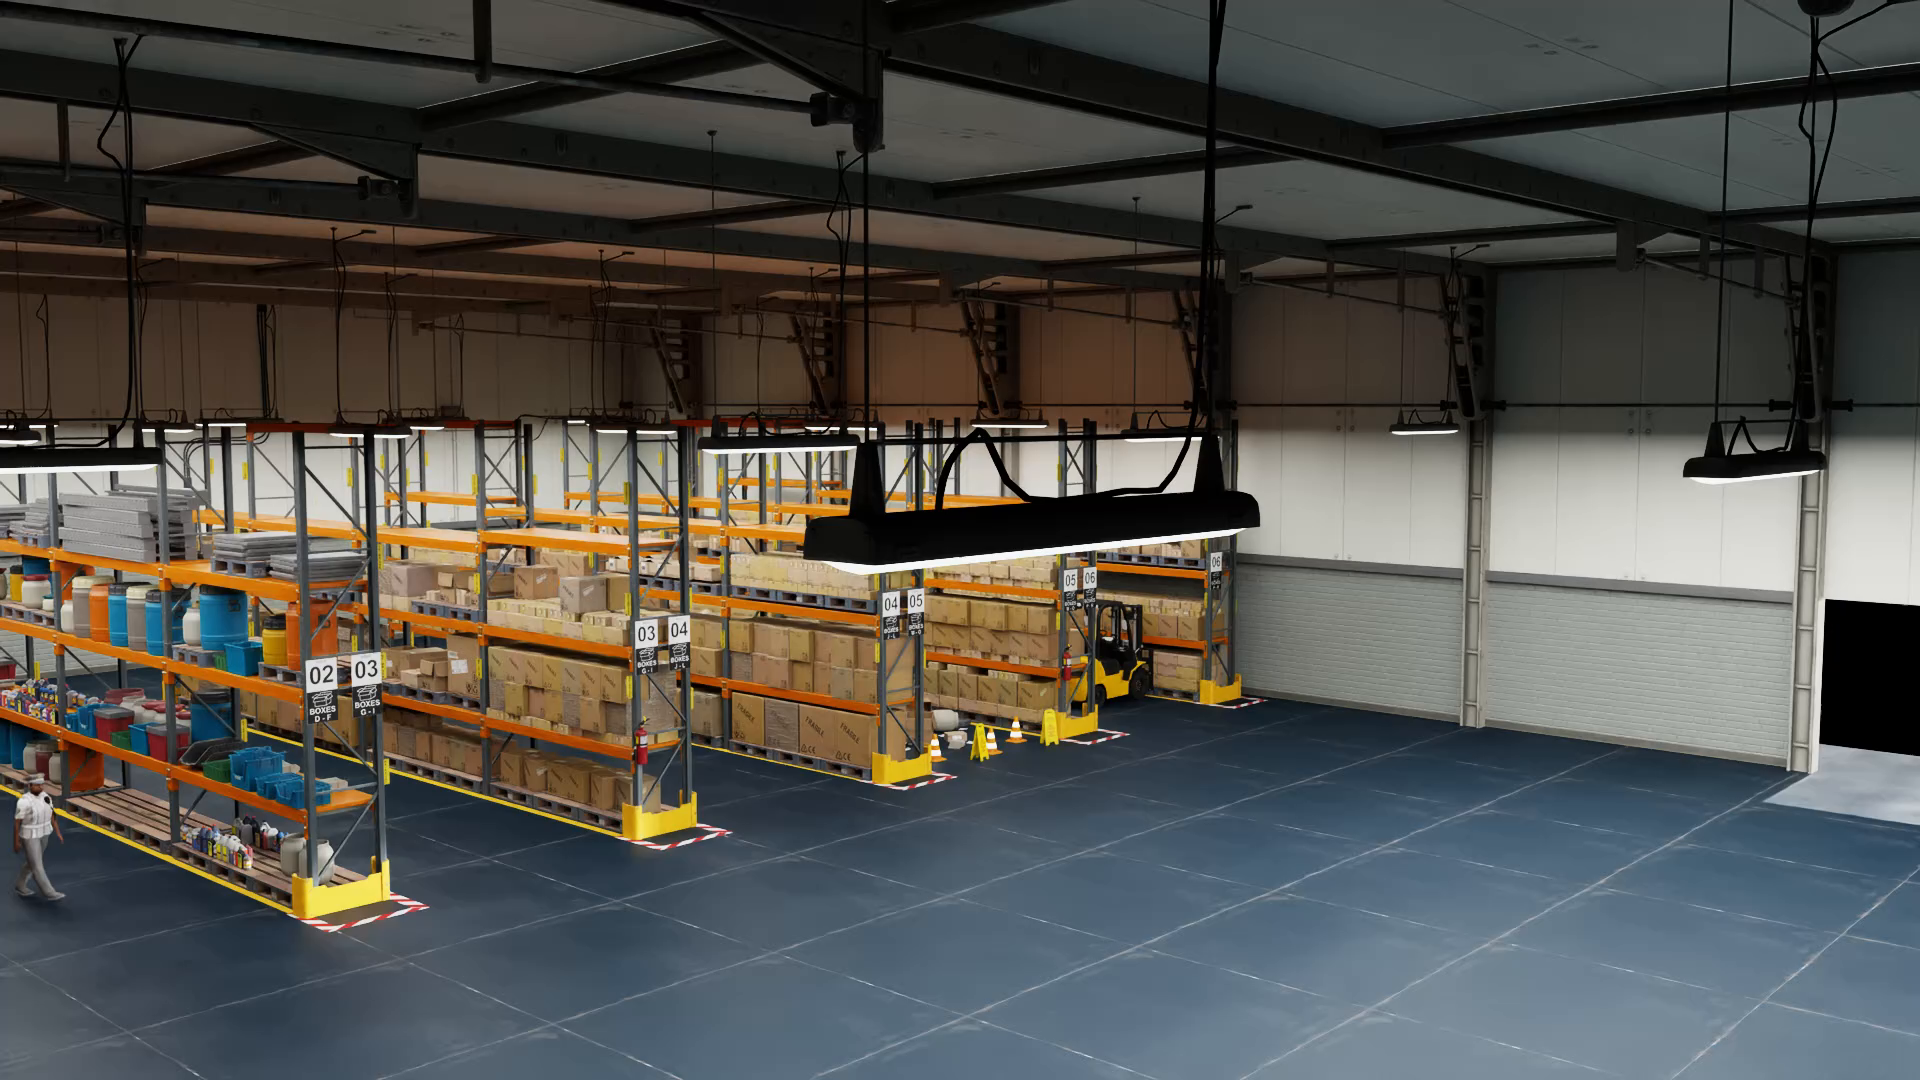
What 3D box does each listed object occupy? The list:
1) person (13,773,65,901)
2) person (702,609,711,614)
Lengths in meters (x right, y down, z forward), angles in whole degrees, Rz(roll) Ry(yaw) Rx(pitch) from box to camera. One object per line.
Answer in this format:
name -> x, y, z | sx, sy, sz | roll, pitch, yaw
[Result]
person -> -11.702, 3.765, 21.149 | 1.029, 1.624, 0.499 | 1, 5, 15
person -> -5.558, 2.436, 36.996 | 0.711, 1.757, 0.587 | 4, 6, 43
